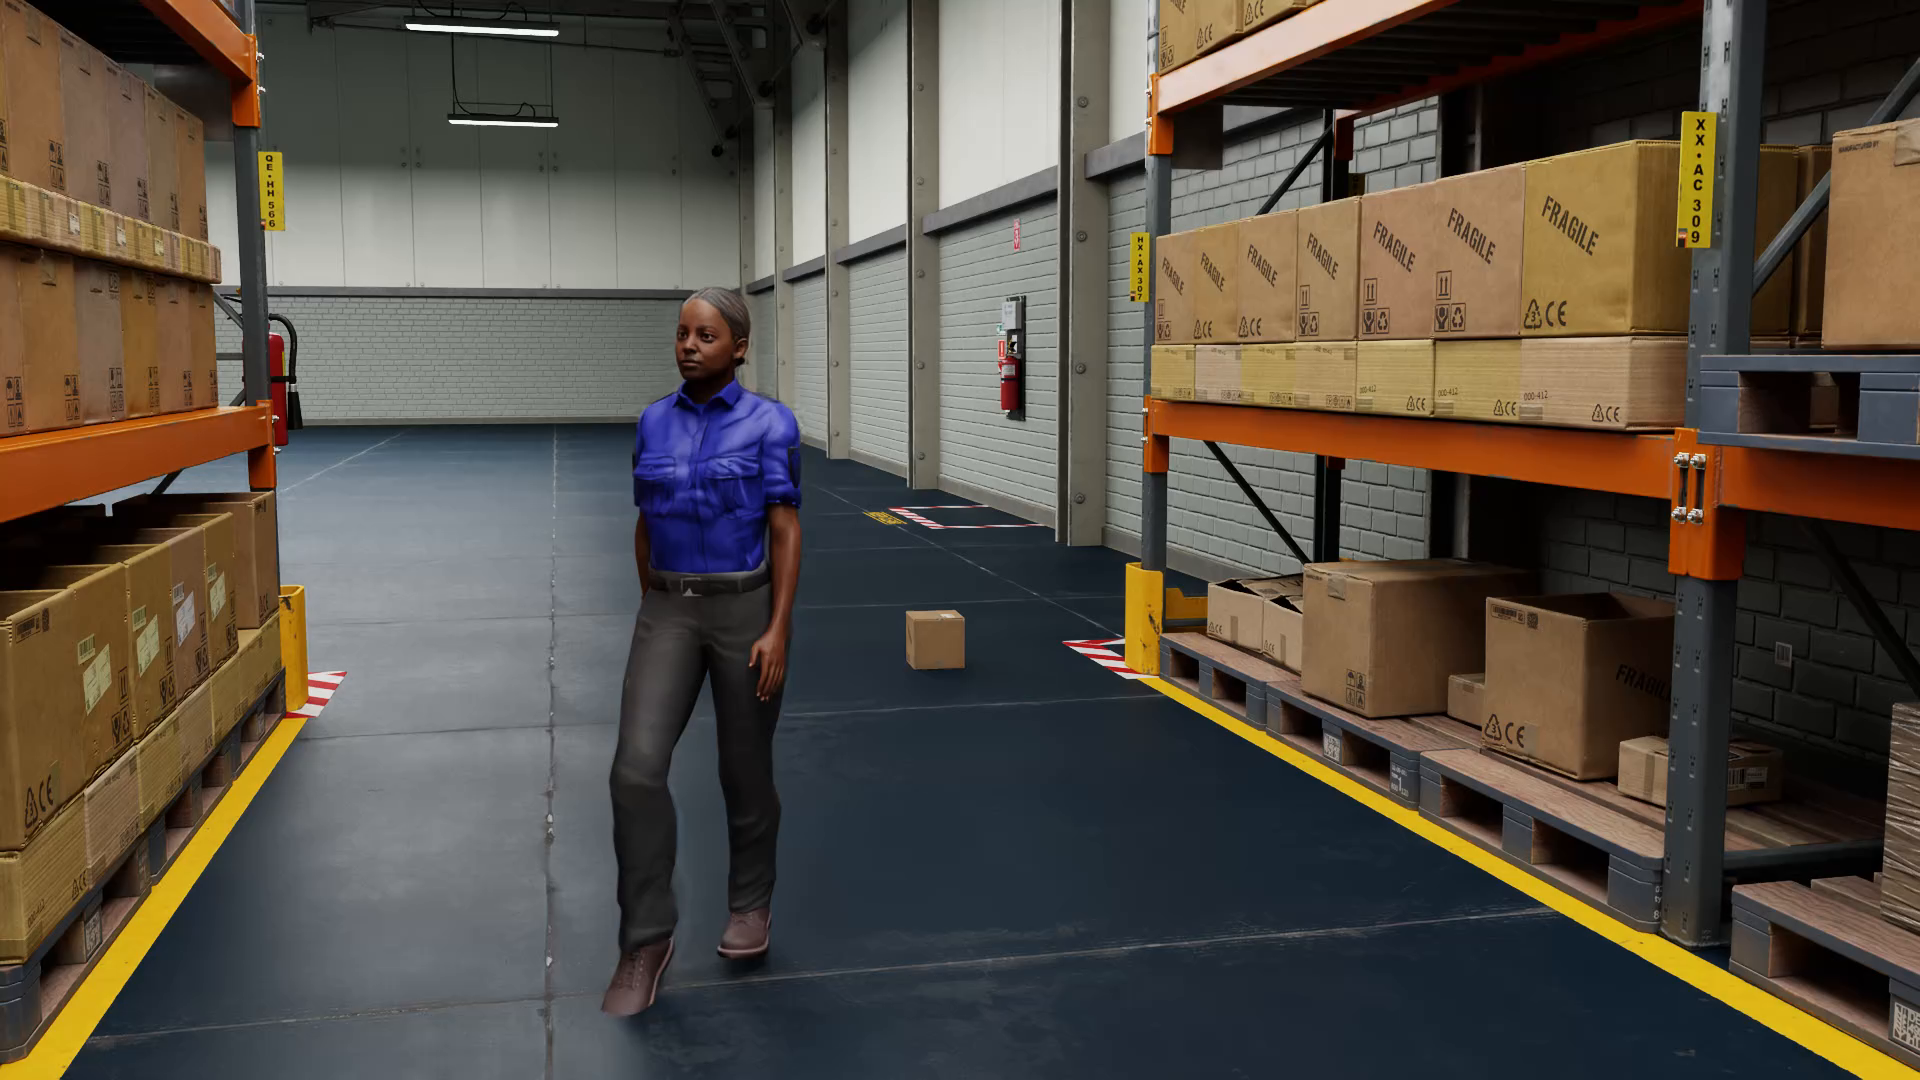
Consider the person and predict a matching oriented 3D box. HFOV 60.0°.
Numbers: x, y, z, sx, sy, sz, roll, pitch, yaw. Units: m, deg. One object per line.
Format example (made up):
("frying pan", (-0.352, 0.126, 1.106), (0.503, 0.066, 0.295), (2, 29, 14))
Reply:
("person", (-0.597, 0.262, 3.977), (0.460, 1.722, 0.590), (1, 6, 10))
